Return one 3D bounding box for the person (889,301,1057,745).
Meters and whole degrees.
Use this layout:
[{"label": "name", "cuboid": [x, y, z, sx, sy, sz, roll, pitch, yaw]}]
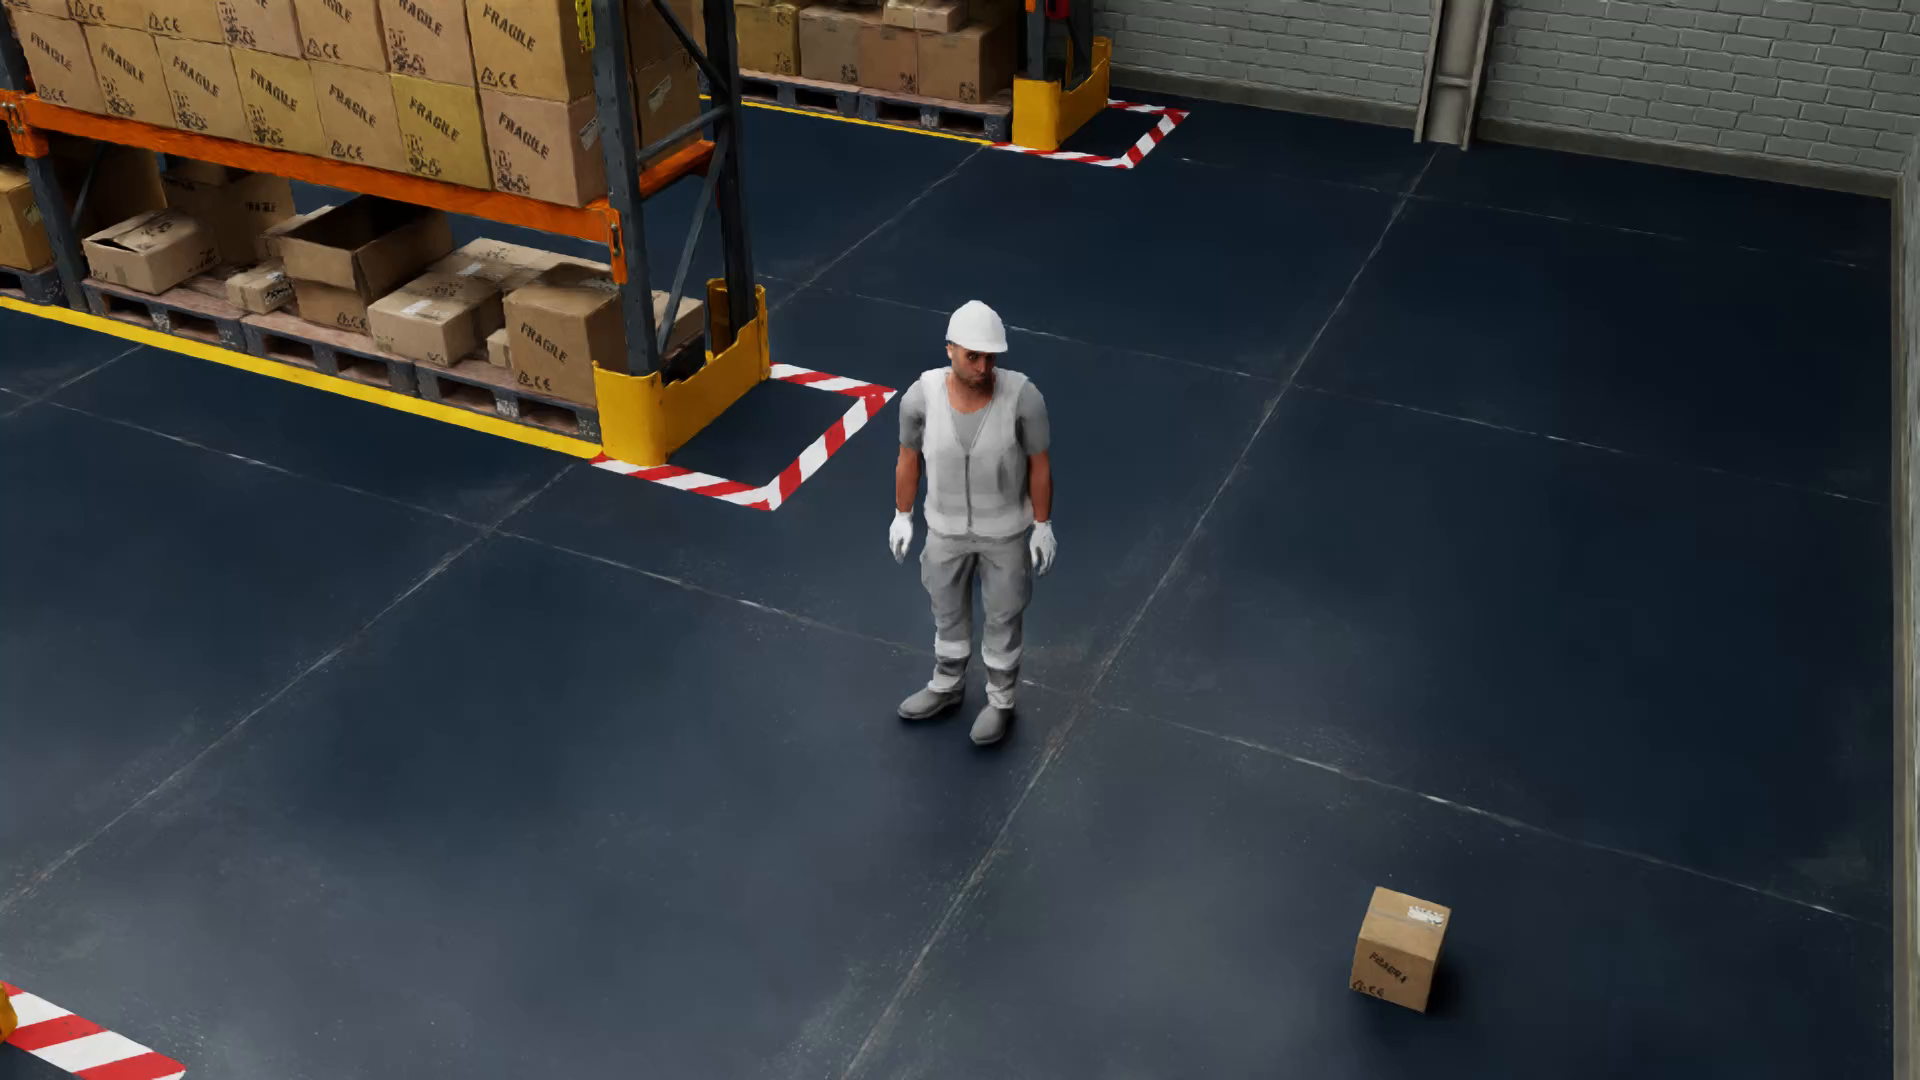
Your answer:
[{"label": "person", "cuboid": [0.043, -0.041, 6.127, 0.636, 1.797, 0.378, 7, 34, 11]}]
